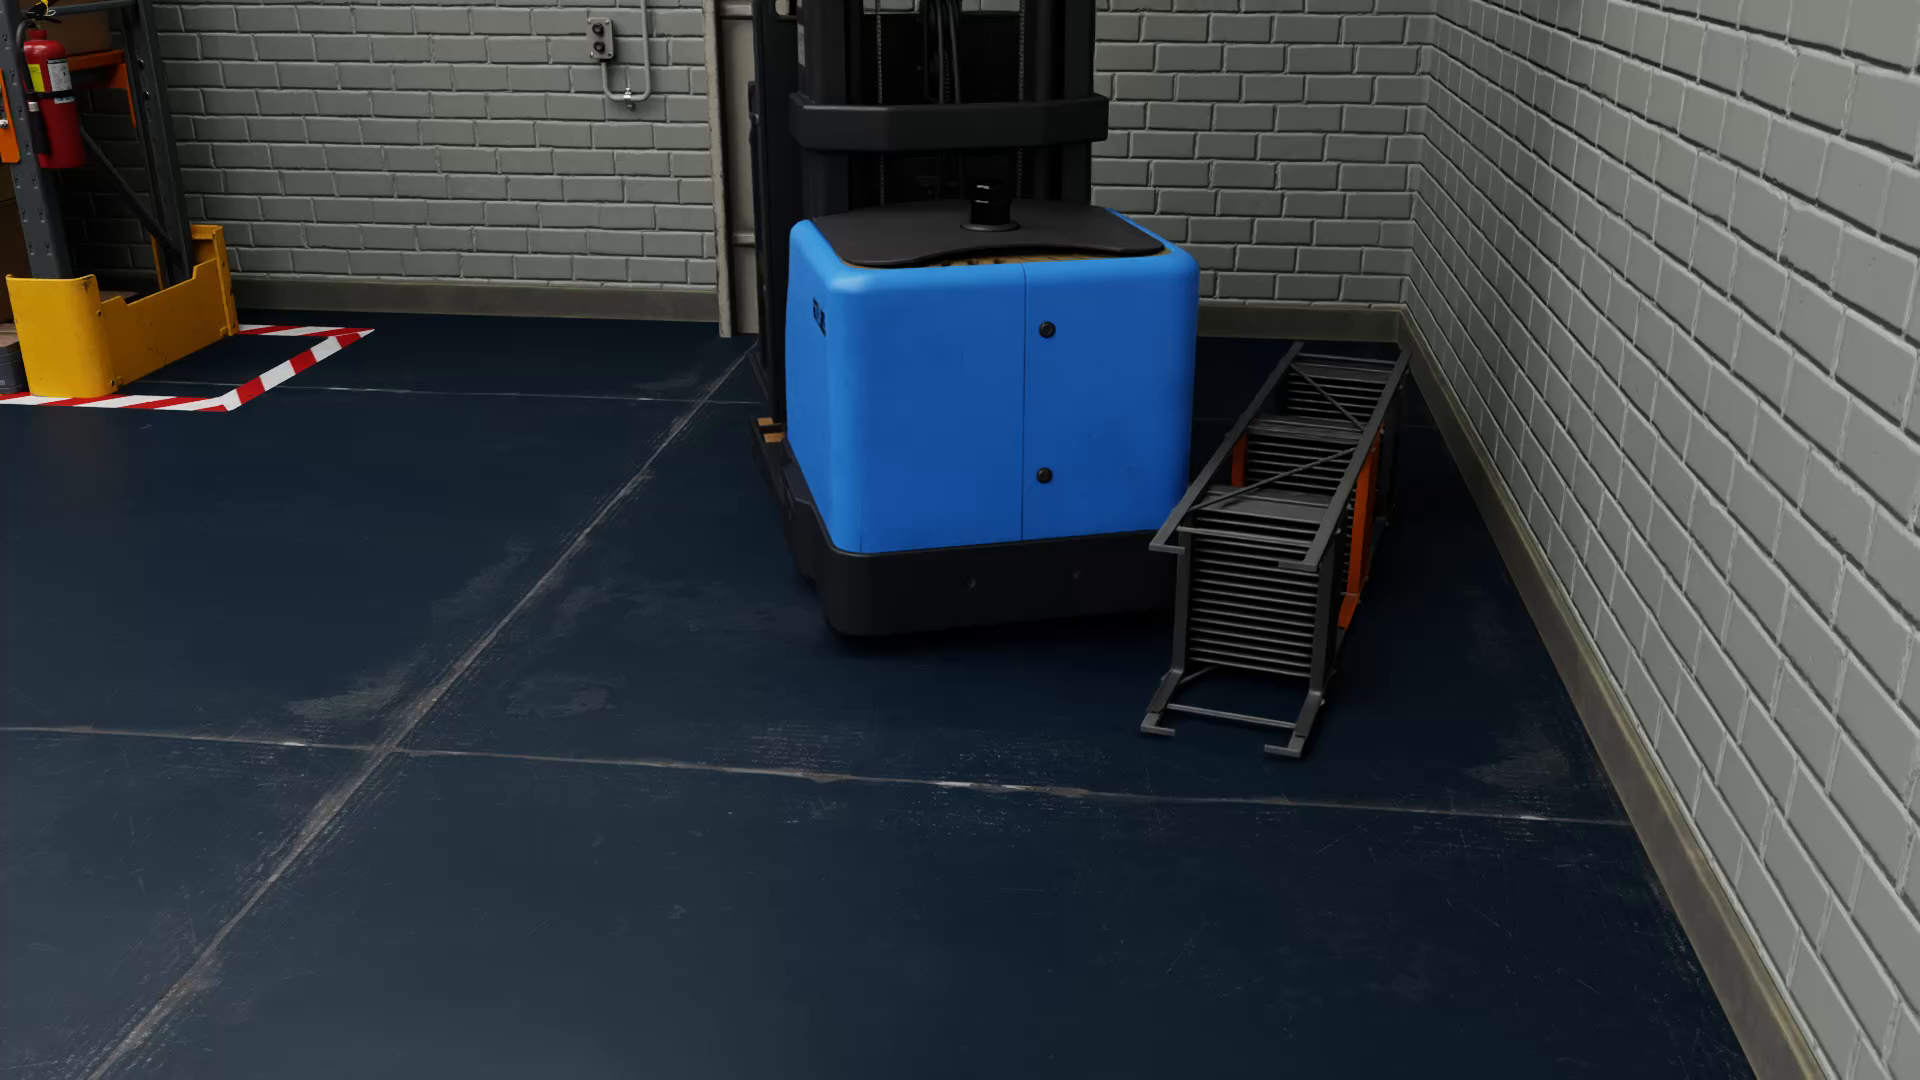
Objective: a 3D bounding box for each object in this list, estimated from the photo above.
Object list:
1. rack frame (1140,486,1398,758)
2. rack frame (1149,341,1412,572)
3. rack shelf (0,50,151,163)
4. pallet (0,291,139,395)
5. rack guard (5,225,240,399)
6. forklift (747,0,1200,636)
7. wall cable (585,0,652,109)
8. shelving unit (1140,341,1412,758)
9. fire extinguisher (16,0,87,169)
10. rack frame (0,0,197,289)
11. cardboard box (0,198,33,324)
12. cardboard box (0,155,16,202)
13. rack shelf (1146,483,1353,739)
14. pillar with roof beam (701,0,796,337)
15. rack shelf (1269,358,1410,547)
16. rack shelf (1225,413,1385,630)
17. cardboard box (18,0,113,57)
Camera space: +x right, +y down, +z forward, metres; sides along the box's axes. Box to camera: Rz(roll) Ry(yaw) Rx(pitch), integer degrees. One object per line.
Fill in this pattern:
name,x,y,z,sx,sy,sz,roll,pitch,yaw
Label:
rack frame,1.001,0.144,5.028,0.400,0.015,2.100,8,22,19
rack frame,1.002,-0.311,4.853,0.400,0.015,2.100,8,22,19
rack shelf,-5.692,-1.956,7.285,4.000,0.370,1.077,2,22,6
pallet,-4.509,-0.913,7.462,1.213,0.211,1.003,2,22,6
rack guard,-3.682,-1.040,7.391,0.348,0.500,1.175,2,22,6
forklift,-0.166,-1.608,5.522,1.130,2.935,3.031,-5,22,-12
wall cable,-2.323,-2.966,7.481,1.851,1.984,0.084,2,22,6
shelving unit,1.002,-0.084,4.940,0.431,0.503,2.100,8,22,19
fire extinguisher,-3.610,-1.819,6.574,0.183,0.674,0.296,2,22,6
rack frame,-3.706,-2.204,6.934,0.127,3.000,1.000,2,22,6
cardboard box,-4.413,-1.230,7.301,0.500,0.500,0.700,2,22,6
cardboard box,-4.265,-1.600,7.353,0.250,0.149,0.380,3,22,7
rack shelf,0.756,0.157,4.315,0.431,0.480,0.518,8,22,19
pillar with roof beam,-1.429,-3.621,2.359,0.400,9.000,9.100,2,22,6
rack shelf,1.237,-0.315,5.542,0.431,0.480,0.518,8,22,19
rack shelf,0.997,-0.079,4.928,0.431,0.480,0.518,8,22,19
cardboard box,-4.213,-2.362,6.926,0.700,0.700,0.980,3,22,9
